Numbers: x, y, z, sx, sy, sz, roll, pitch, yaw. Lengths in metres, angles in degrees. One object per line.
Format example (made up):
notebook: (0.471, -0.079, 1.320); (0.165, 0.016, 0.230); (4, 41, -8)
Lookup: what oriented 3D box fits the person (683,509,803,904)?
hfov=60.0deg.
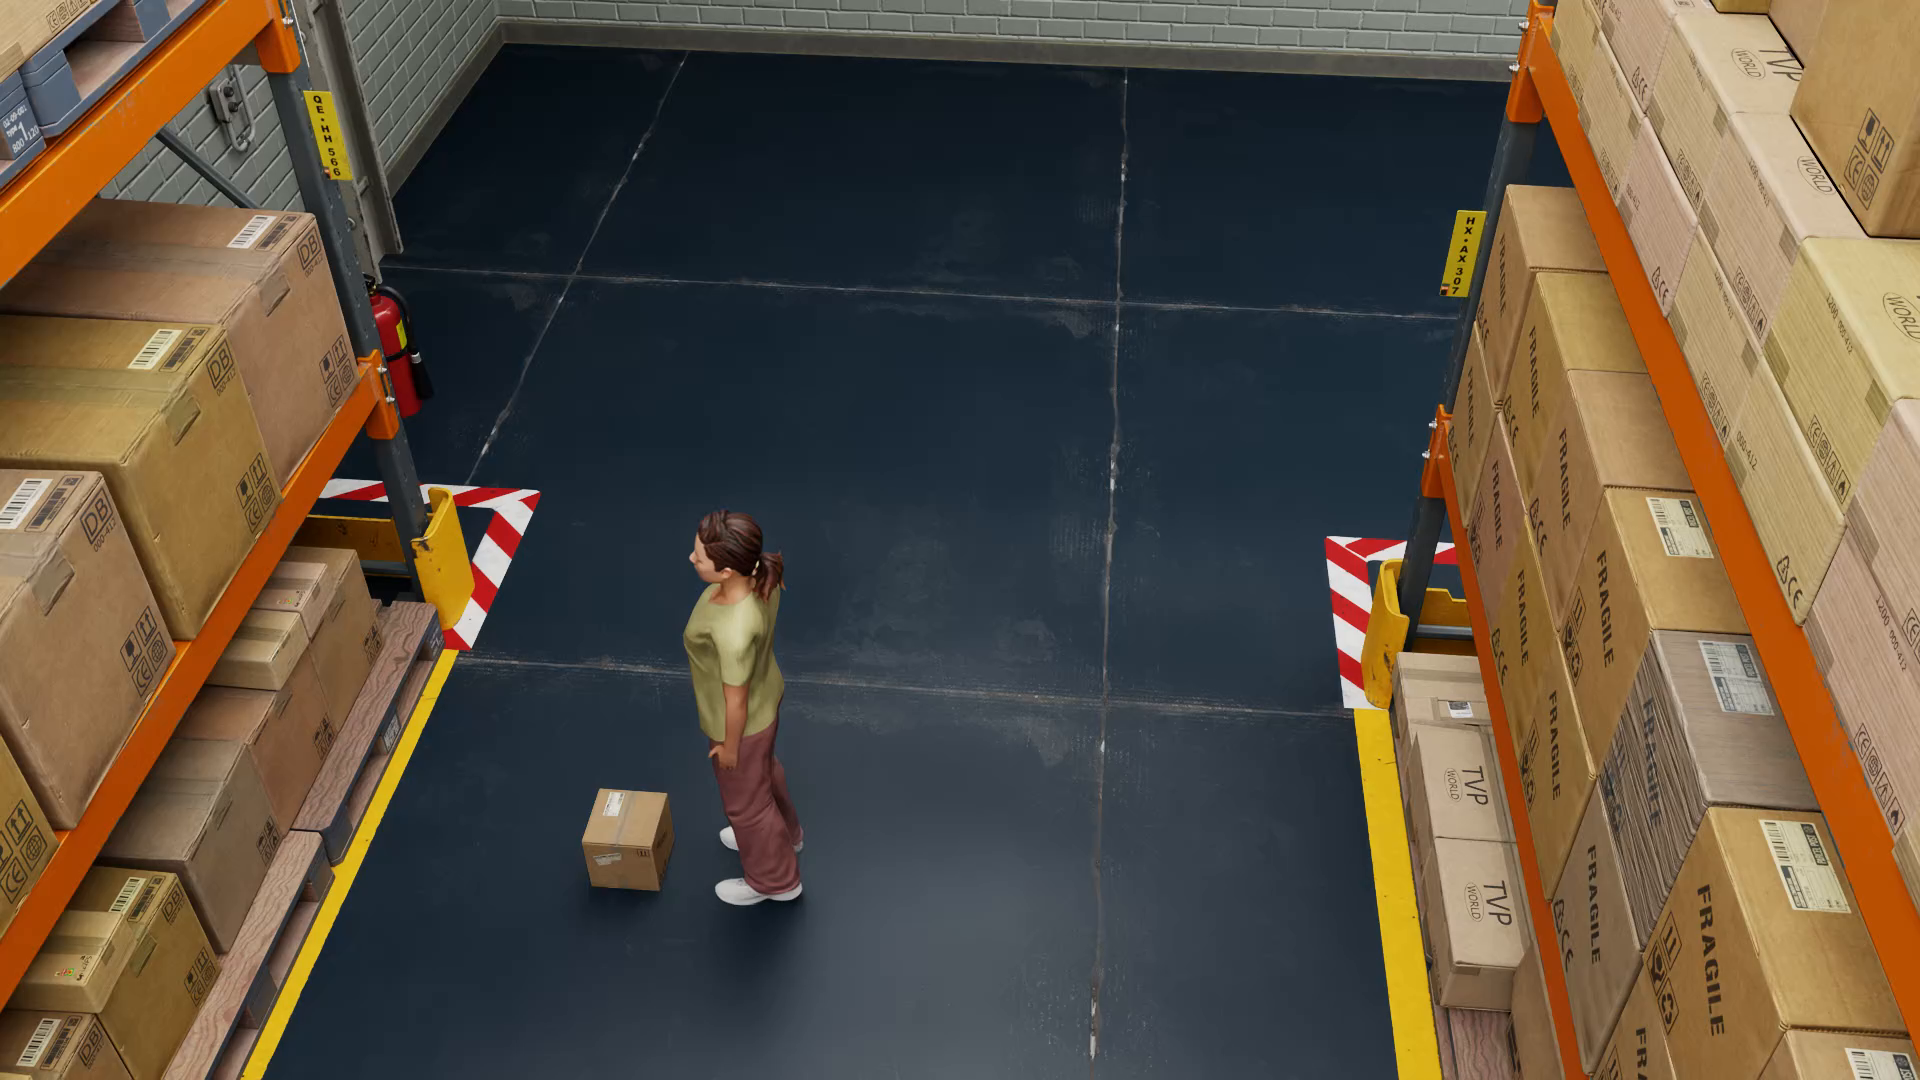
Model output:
person: (-0.713, 0.570, 5.494); (0.369, 1.674, 0.440); (4, 40, 5)
